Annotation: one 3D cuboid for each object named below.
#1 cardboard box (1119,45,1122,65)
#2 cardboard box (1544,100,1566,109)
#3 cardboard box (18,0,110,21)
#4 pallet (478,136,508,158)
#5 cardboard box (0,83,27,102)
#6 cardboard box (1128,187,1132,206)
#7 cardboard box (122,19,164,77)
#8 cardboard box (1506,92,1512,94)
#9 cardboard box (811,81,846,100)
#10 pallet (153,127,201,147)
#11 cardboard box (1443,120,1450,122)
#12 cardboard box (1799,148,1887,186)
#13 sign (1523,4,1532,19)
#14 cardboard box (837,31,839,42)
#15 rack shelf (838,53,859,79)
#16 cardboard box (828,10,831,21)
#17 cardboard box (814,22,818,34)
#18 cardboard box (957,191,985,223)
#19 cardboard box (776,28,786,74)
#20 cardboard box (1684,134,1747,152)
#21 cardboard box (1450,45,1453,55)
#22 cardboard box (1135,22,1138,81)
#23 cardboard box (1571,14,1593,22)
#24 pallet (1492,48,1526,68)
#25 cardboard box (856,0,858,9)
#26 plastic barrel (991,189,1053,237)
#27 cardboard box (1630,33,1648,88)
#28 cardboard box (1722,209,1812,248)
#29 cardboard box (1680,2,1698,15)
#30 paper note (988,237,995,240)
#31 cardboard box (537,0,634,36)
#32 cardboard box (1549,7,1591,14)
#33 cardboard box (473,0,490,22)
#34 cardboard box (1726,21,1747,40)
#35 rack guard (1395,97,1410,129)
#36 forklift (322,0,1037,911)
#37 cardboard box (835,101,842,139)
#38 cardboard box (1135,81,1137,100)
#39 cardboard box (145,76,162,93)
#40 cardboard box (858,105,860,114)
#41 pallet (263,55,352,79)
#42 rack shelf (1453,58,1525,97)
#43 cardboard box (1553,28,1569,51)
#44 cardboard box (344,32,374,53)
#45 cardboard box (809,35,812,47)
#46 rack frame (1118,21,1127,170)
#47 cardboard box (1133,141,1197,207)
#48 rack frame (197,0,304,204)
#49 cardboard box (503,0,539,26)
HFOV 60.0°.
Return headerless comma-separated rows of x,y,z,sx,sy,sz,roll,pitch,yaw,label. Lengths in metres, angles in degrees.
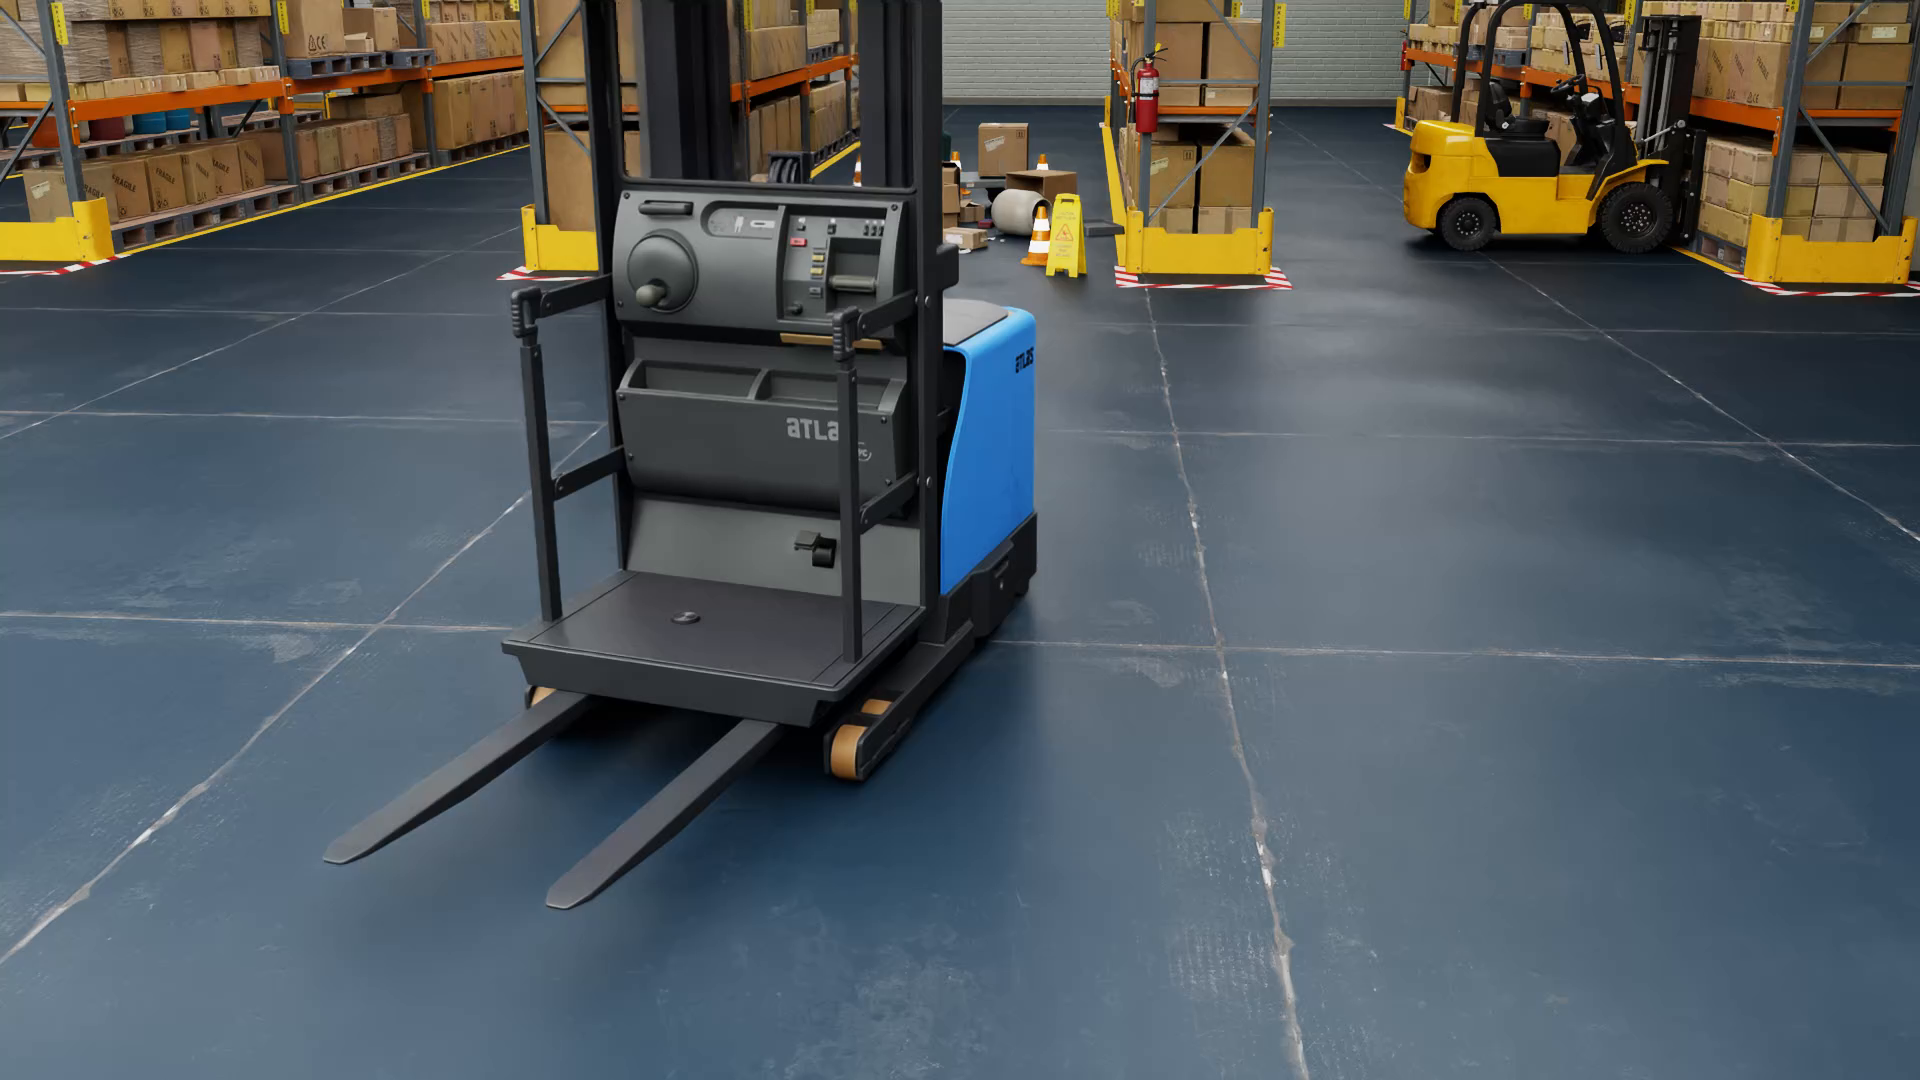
2.296,-6.196,21.257,0.500,0.250,0.500,1,18,2,cardboard box
7.802,-5.631,21.589,0.380,0.149,0.250,2,18,5,cardboard box
-7.628,-4.670,14.114,0.500,0.500,0.500,1,18,4,cardboard box
-7.144,-5.622,23.742,1.003,0.211,1.213,1,18,4,pallet
-8.124,-3.815,14.153,0.380,0.149,0.250,1,18,4,cardboard box
1.812,-3.094,15.288,0.500,0.250,0.500,1,18,2,cardboard box
-7.877,-4.513,15.240,0.875,0.500,0.500,1,18,4,cardboard box
7.510,-6.199,23.322,0.380,0.149,0.250,1,18,3,cardboard box
-1.940,-6.557,24.254,0.500,0.250,0.500,1,18,2,cardboard box
-12.116,-6.115,25.246,1.003,0.211,1.213,1,18,4,pallet
7.504,-6.262,25.120,0.380,0.149,0.250,1,18,2,cardboard box
7.120,-3.024,13.469,0.500,0.250,0.500,1,18,3,cardboard box
6.928,-6.517,20.262,0.100,0.325,0.005,1,18,4,sign
-1.970,-7.379,24.353,0.380,0.149,0.250,1,18,3,cardboard box
-1.995,-7.706,26.777,1.077,0.370,4.000,1,18,4,rack shelf
-2.030,-7.415,23.509,0.380,0.149,0.250,1,18,4,cardboard box
-2.121,-6.874,22.336,0.380,0.149,0.250,1,18,4,cardboard box
0.033,-3.358,16.745,0.258,0.266,0.396,-13,22,-34,cardboard box
-2.296,-5.616,19.085,0.500,0.500,0.500,2,18,5,cardboard box
6.720,-3.501,14.927,0.500,0.250,0.500,1,18,3,cardboard box
7.525,-7.304,24.800,0.380,0.149,0.250,2,18,5,cardboard box
1.750,-4.139,14.100,0.500,0.500,0.500,1,18,4,cardboard box
7.072,-5.857,18.780,0.380,0.149,0.250,2,18,5,cardboard box
7.449,-6.116,21.079,1.213,0.211,1.003,1,18,4,pallet
-1.841,-8.386,25.455,0.500,0.500,0.500,1,18,2,cardboard box
0.584,-3.071,15.616,0.512,0.421,0.421,17,25,41,plastic barrel
6.891,-4.668,16.193,0.500,0.500,0.500,1,18,2,cardboard box
6.615,-2.556,13.649,0.500,0.250,0.500,1,18,4,cardboard box
6.814,-4.836,15.185,0.380,0.149,0.250,1,18,3,cardboard box
0.238,-2.802,15.445,0.148,0.019,0.142,8,20,23,paper note
-2.934,-4.398,13.553,0.875,0.550,0.550,1,18,4,cardboard box
7.663,-6.399,20.798,0.500,0.500,0.500,2,18,7,cardboard box
-7.177,-7.681,23.776,0.797,0.503,0.637,1,18,5,cardboard box
6.712,-4.300,14.027,0.380,0.149,0.250,1,18,2,cardboard box
8.038,-7.268,28.302,1.175,0.500,0.348,1,18,4,rack guard
-0.682,-0.839,4.776,1.130,2.935,3.031,6,19,19,forklift
-1.978,-6.043,23.889,0.500,0.500,0.500,1,18,3,cardboard box
1.695,-3.863,14.298,0.380,0.149,0.250,2,18,5,cardboard box
-7.598,-4.194,15.308,0.380,0.149,0.250,1,18,4,cardboard box
-1.737,-6.921,26.653,0.380,0.149,0.250,1,18,3,cardboard box
-7.452,-5.227,18.365,1.003,0.211,1.213,1,18,4,pallet
7.614,-6.275,22.410,1.077,0.370,4.000,1,18,4,rack shelf
7.102,-5.712,18.974,0.500,0.250,0.500,1,18,3,cardboard box
-7.216,-5.938,19.769,0.396,0.266,0.258,1,18,2,cardboard box
-2.154,-6.566,21.872,0.380,0.149,0.250,2,18,7,cardboard box
2.519,-6.105,20.737,1.000,3.000,0.127,1,18,4,rack frame
1.743,-3.124,14.177,0.500,0.500,0.500,1,18,4,cardboard box
-7.652,-5.084,17.621,1.000,3.000,0.127,1,18,4,rack frame
-6.789,-8.138,25.500,0.500,0.500,0.500,1,18,4,cardboard box
